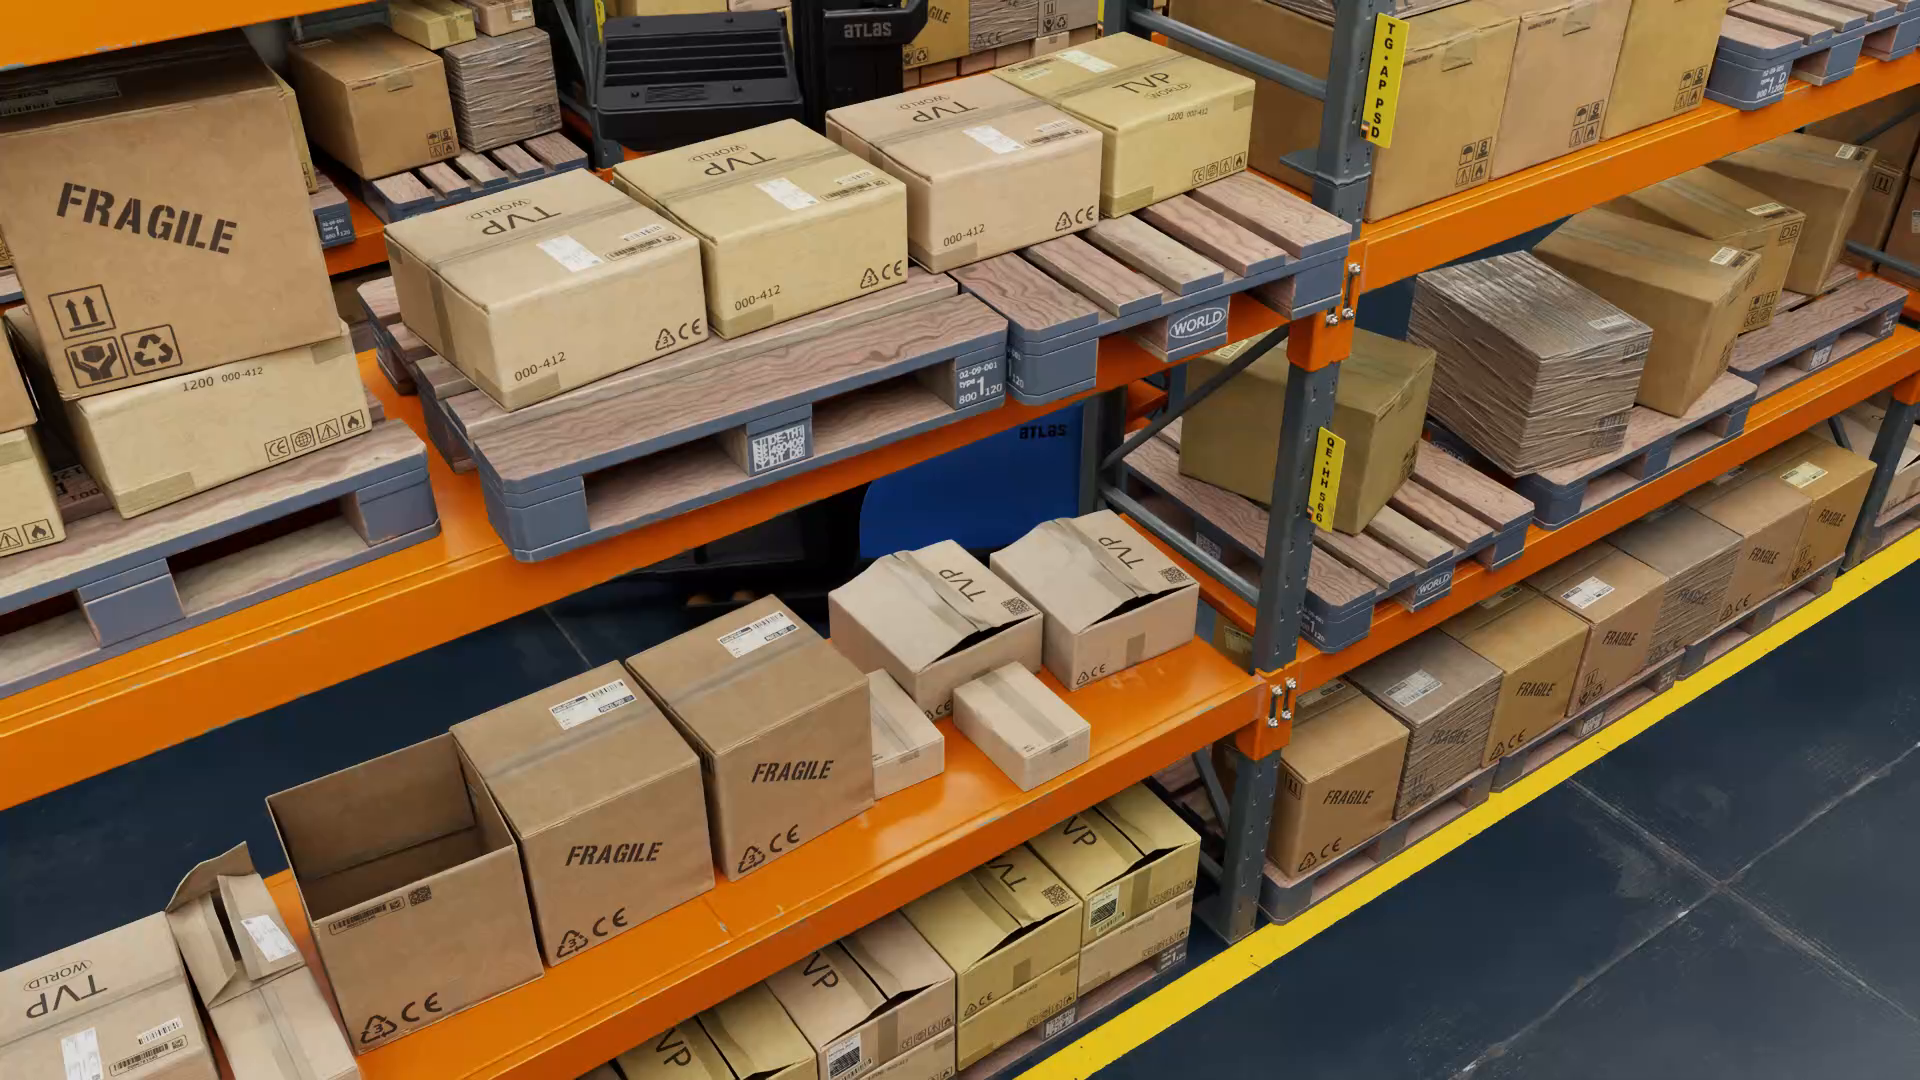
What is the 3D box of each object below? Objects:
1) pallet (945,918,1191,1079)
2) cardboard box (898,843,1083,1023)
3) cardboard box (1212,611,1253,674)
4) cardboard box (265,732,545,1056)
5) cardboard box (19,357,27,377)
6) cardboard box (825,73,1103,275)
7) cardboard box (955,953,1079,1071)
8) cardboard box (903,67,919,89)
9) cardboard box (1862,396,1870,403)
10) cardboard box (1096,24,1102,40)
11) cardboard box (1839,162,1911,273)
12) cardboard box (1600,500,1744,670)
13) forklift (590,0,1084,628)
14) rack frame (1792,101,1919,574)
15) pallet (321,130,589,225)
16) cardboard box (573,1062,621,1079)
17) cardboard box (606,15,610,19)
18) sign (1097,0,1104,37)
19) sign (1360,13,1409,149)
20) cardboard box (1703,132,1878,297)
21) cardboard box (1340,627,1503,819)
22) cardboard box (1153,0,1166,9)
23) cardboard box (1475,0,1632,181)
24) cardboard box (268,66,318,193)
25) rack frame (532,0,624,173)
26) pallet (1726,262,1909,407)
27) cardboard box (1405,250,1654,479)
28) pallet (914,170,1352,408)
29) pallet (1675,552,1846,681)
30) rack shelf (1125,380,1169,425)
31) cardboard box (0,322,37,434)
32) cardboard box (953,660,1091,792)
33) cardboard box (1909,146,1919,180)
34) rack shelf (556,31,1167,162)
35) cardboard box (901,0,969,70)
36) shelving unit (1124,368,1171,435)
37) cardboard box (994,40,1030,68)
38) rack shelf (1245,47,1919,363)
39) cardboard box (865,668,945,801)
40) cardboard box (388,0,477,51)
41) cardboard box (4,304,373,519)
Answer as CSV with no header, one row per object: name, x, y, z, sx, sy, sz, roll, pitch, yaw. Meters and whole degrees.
pallet,0.067,1.421,6.094,1.213,0.211,1.003,-22,41,-28
cardboard box,0.055,1.220,5.500,0.500,0.311,0.500,-23,42,-29
cardboard box,1.391,0.440,6.834,0.500,0.500,0.500,-21,41,-26
cardboard box,-1.440,0.907,4.334,0.500,0.500,0.500,-19,40,-25
cardboard box,-4.414,-0.861,8.000,0.500,0.250,0.500,-23,42,-29
cardboard box,0.005,-0.933,4.178,0.500,0.250,0.500,-21,41,-27
cardboard box,0.053,1.444,5.668,0.500,0.250,0.500,-23,42,-28
cardboard box,-0.445,-2.760,9.717,0.250,0.149,0.380,-22,41,-28
cardboard box,4.334,-0.806,8.566,0.500,0.500,0.500,-22,41,-28
cardboard box,0.869,-3.239,10.383,0.250,0.149,0.380,-22,41,-27
cardboard box,4.292,-1.646,7.885,0.500,0.500,0.500,-22,41,-27
cardboard box,2.974,0.154,7.230,0.500,0.500,0.500,-22,41,-27
forklift,-0.978,-1.107,7.279,3.031,2.935,1.130,-5,36,-7
rack frame,4.032,-1.315,7.510,0.127,3.000,1.000,-22,41,-28
pallet,-2.616,-1.964,8.577,1.003,0.211,1.213,-22,41,-28
cardboard box,-1.192,1.733,4.786,0.500,0.311,0.500,-24,42,-29
cardboard box,-1.550,-2.543,8.860,0.500,0.500,0.500,-21,41,-27
sign,0.451,-1.657,4.973,0.005,0.325,0.100,-22,41,-28
sign,1.075,-1.162,4.217,0.005,0.325,0.100,-22,41,-28
cardboard box,3.515,-1.474,7.285,0.700,0.500,0.500,22,41,28
cardboard box,1.723,0.671,6.512,0.500,0.500,0.500,-24,42,-29
cardboard box,0.943,-3.572,10.290,0.500,0.500,0.500,-23,42,-29
cardboard box,1.516,-1.563,5.199,0.500,0.500,0.910,-22,41,-28
cardboard box,-3.479,-1.959,7.943,0.500,0.500,0.700,-22,41,-28
rack frame,-2.095,-2.333,8.924,0.127,3.000,1.000,-22,41,-28
pallet,3.316,-1.021,7.264,1.213,0.211,1.003,-22,41,-28
cardboard box,2.069,-0.663,6.158,0.500,0.500,0.700,-15,38,-19
pallet,0.259,-0.840,4.442,1.003,0.211,1.213,-20,40,-26
pallet,3.388,0.109,7.918,1.213,0.211,1.003,-22,41,-28
rack shelf,0.774,-0.637,8.223,0.480,0.148,0.258,-28,44,-33
cardboard box,-1.981,-0.445,2.857,0.500,0.500,0.500,-22,41,-27
cardboard box,0.186,0.567,5.108,0.250,0.149,0.380,-22,41,-28
cardboard box,4.579,-1.786,7.222,0.500,0.500,0.500,-21,41,-27
rack shelf,-0.460,-2.713,10.070,4.000,0.370,1.077,-22,41,-28
cardboard box,-0.289,-3.060,9.579,0.500,0.500,0.500,-21,41,-27
shelving unit,0.774,-0.692,8.184,0.503,1.200,0.258,-28,44,-33
cardboard box,0.211,-3.006,10.059,0.250,0.149,0.380,-22,41,-28
rack shelf,2.397,-1.568,5.909,4.000,0.370,1.077,-22,41,-28
cardboard box,-0.248,0.588,5.079,0.250,0.149,0.380,-19,40,-25
cardboard box,-2.614,-2.570,8.236,0.250,0.149,0.380,-30,45,-35
cardboard box,-1.551,-0.340,3.354,0.500,0.250,0.500,-27,44,-32
